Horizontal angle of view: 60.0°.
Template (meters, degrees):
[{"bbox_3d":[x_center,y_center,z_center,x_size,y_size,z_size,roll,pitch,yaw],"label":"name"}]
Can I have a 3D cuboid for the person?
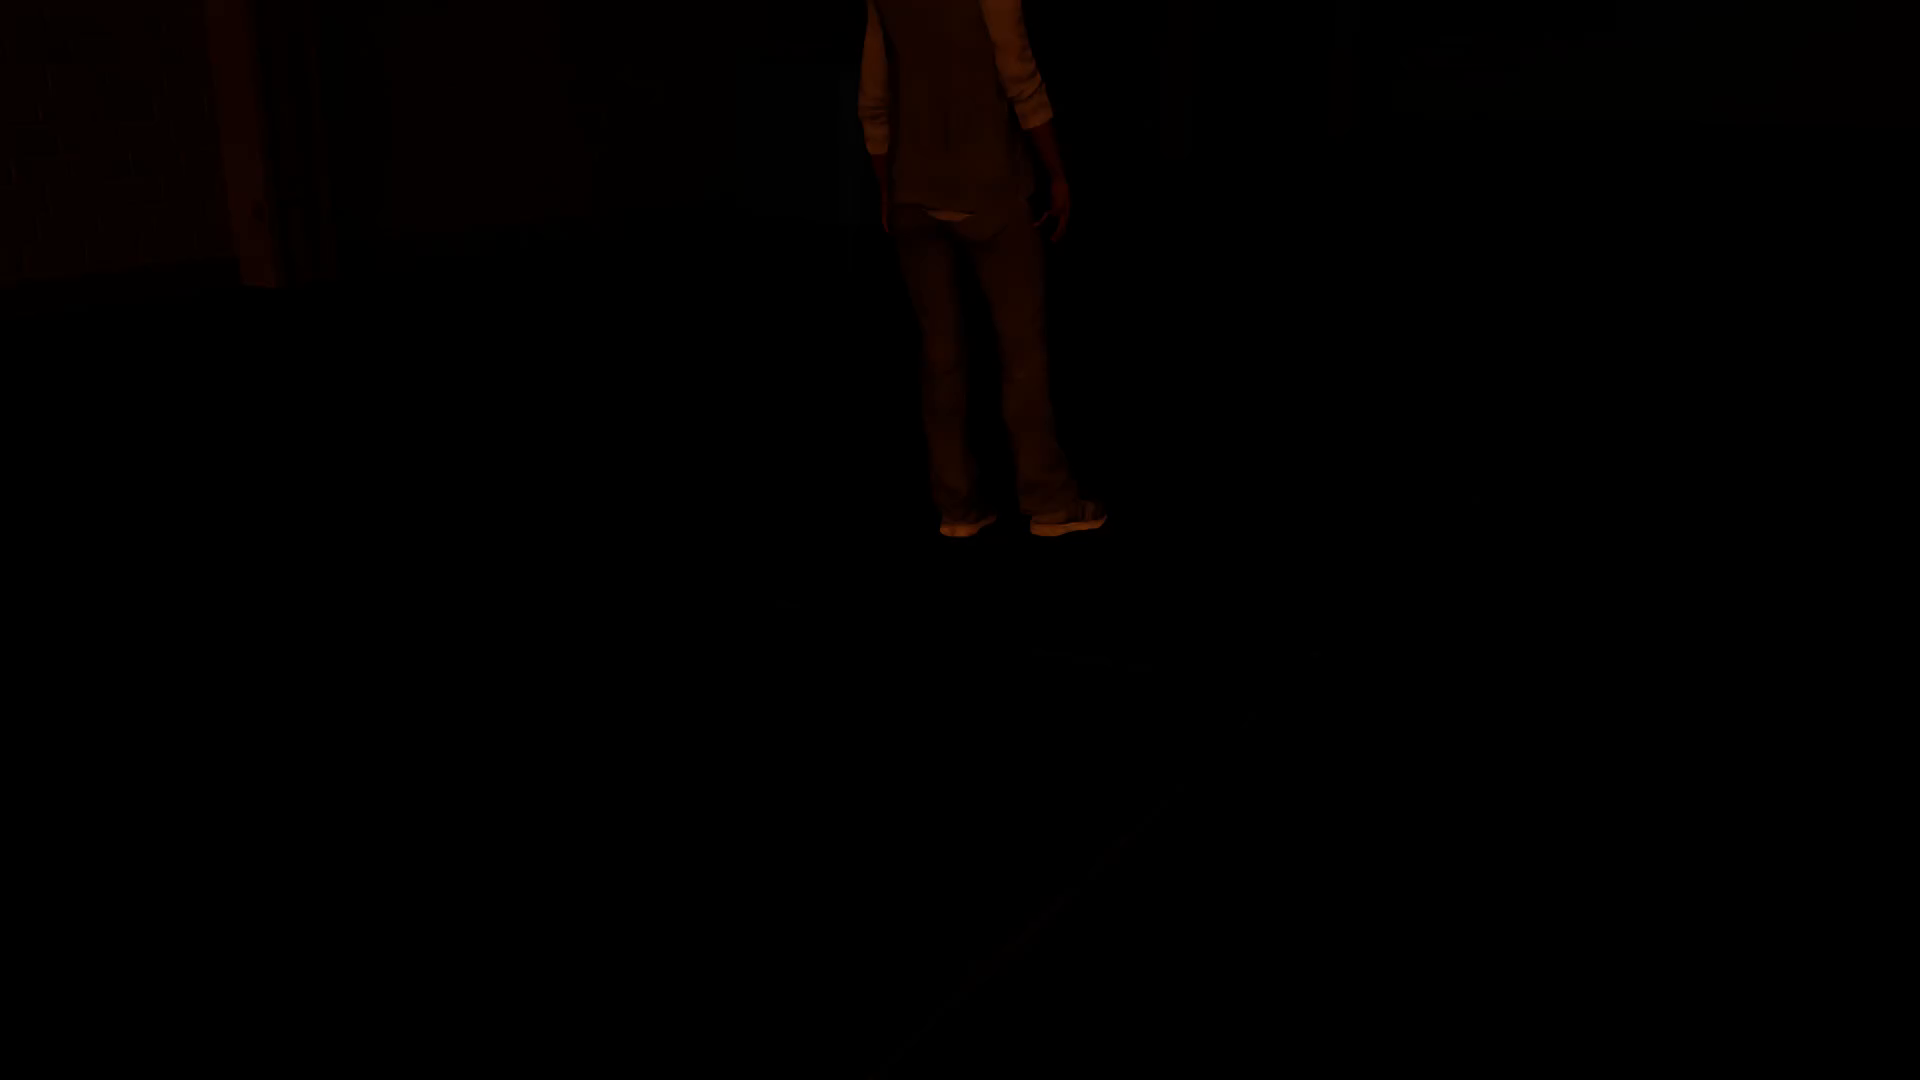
[{"bbox_3d":[0.048,-0.789,3.868,0.521,1.597,0.474,9,19,28],"label":"person"}]

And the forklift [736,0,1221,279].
[{"bbox_3d":[0.250,-3.053,9.221,3.031,2.935,1.130,-14,21,-39],"label":"forklift"}]
